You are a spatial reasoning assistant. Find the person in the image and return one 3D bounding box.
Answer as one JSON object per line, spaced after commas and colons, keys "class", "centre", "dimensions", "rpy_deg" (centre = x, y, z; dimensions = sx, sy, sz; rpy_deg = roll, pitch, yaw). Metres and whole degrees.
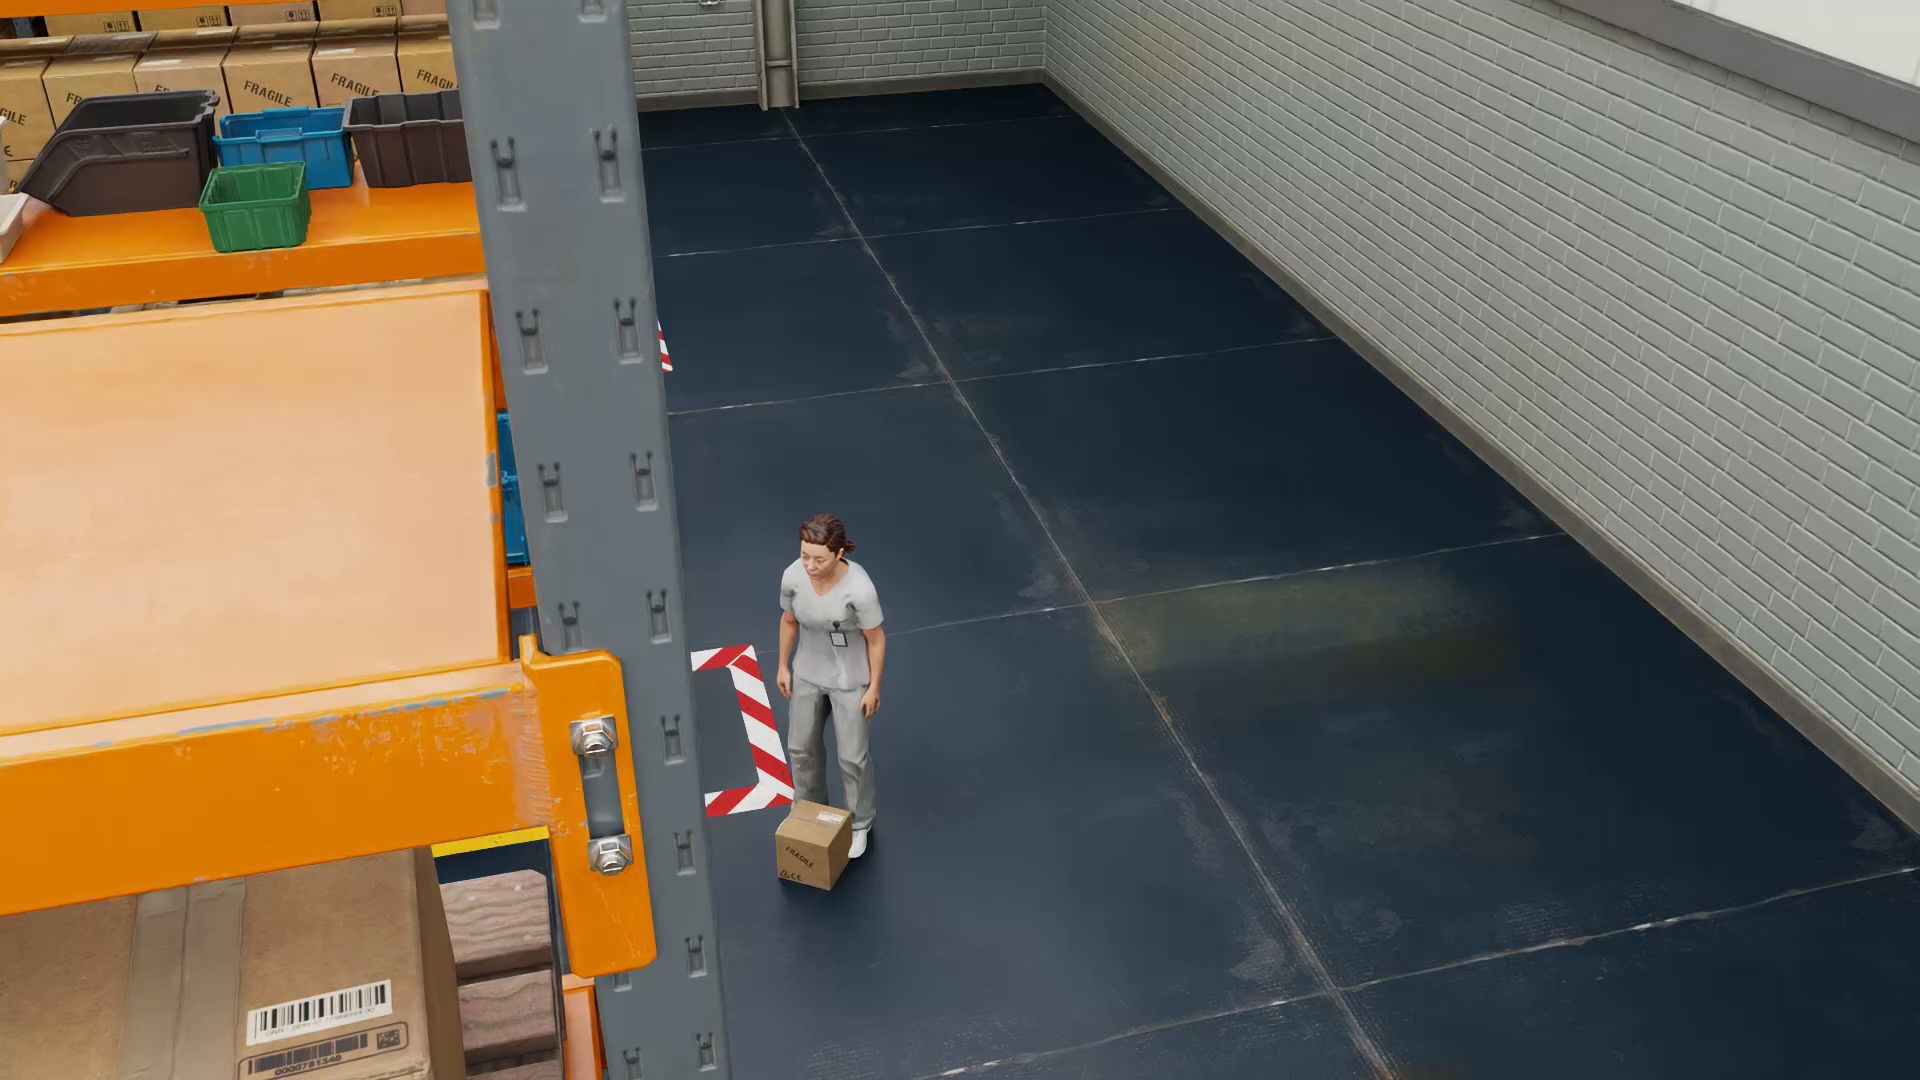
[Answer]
{"class": "person", "centre": [-0.553, 0.599, 7.109], "dimensions": [0.490, 1.673, 0.354], "rpy_deg": [11, 32, 19]}
